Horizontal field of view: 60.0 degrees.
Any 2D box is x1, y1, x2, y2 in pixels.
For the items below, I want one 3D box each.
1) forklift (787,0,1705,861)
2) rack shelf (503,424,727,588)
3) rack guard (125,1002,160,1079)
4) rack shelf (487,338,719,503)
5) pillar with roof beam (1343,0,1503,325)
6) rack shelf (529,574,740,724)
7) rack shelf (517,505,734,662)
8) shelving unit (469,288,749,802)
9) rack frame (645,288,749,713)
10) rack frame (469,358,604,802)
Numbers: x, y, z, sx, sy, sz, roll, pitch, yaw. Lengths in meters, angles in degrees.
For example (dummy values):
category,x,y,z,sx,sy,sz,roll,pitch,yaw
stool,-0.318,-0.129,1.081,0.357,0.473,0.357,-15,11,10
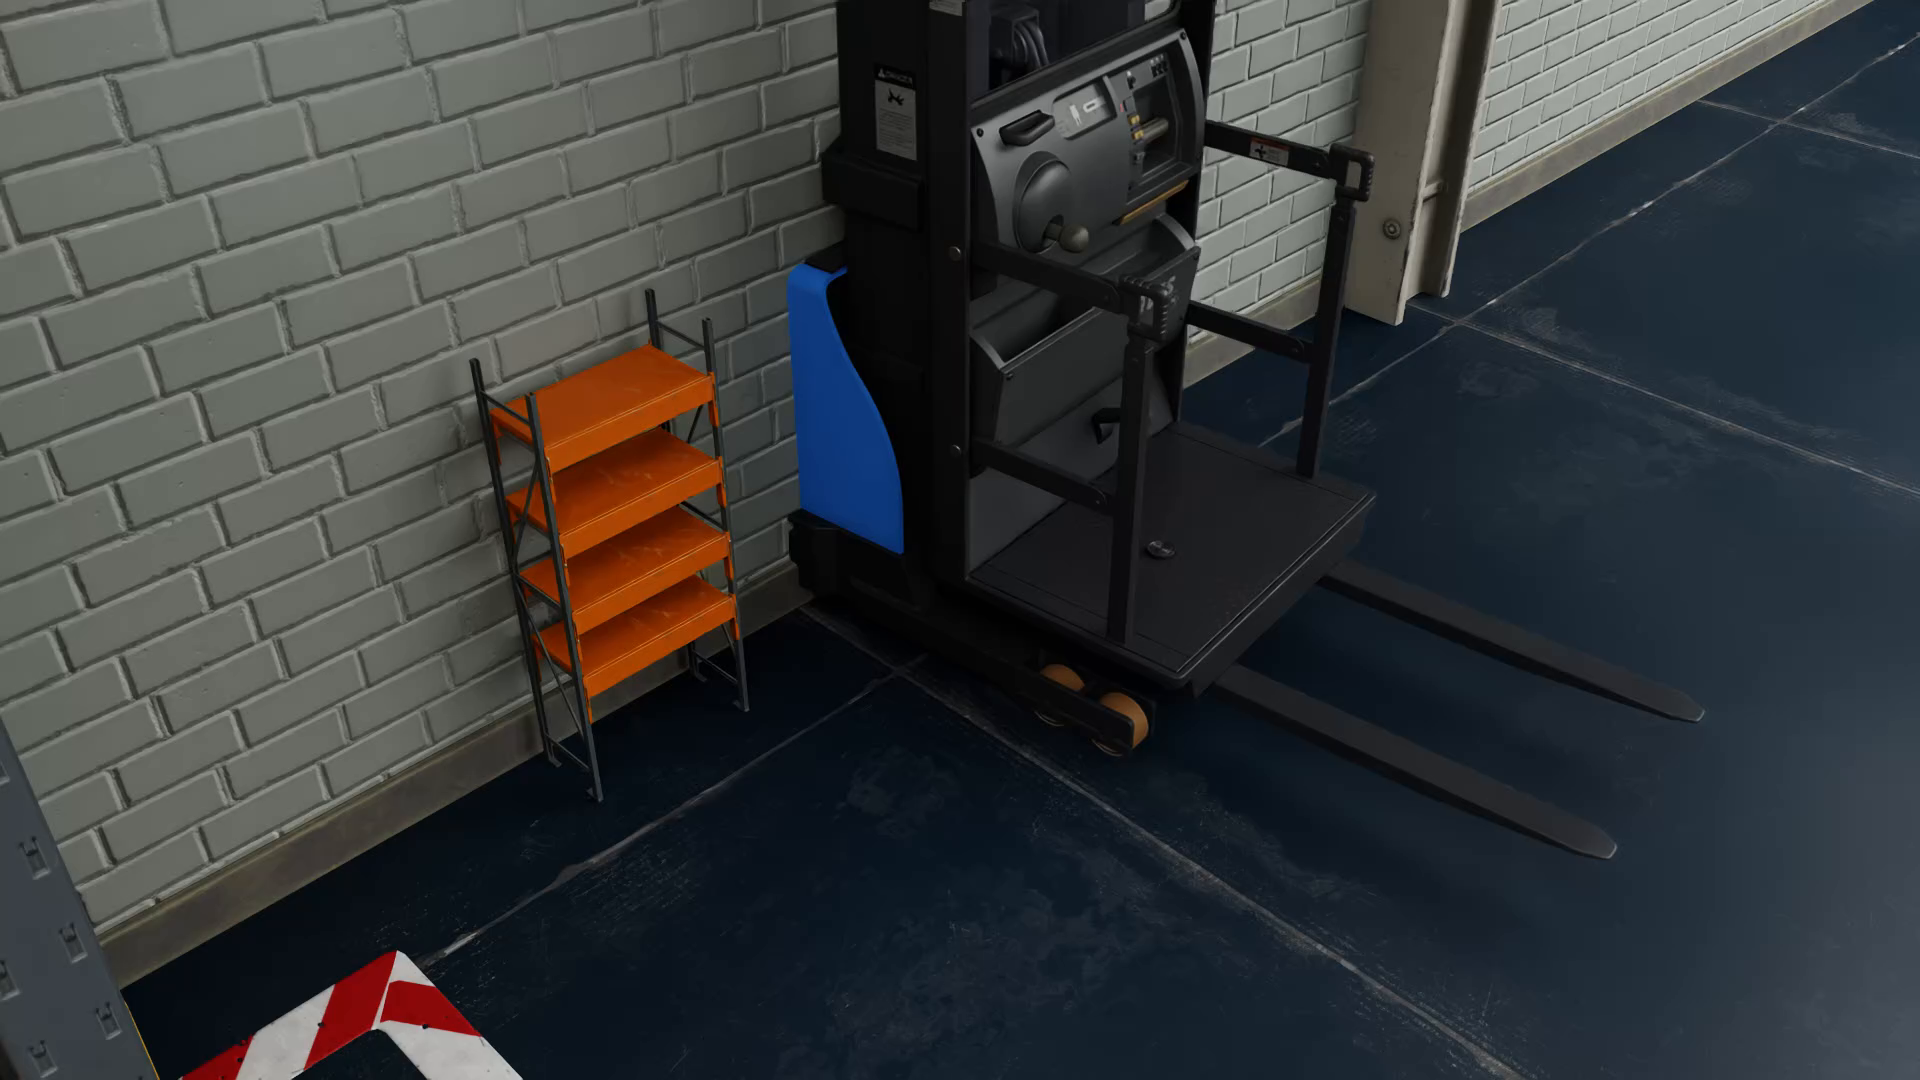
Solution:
category,x,y,z,sx,sy,sz,roll,pitch,yaw
forklift,0.506,-0.973,4.083,3.031,2.935,1.130,24,42,31
rack shelf,-0.841,-0.096,4.065,0.258,0.148,0.480,29,44,35
rack guard,-1.366,1.331,2.905,1.175,0.500,0.348,30,45,35
rack shelf,-0.841,-0.290,3.930,0.258,0.148,0.480,29,44,35
pillar with roof beam,4.770,-2.927,1.580,9.100,9.000,0.400,30,45,35
rack shelf,-0.841,0.251,4.307,0.258,0.148,0.480,29,44,35
rack shelf,-0.841,0.088,4.193,0.258,0.148,0.480,29,44,35
shelving unit,-0.841,0.032,4.155,0.258,1.200,0.503,29,44,35
rack frame,-0.671,-0.068,4.298,0.240,1.200,0.015,29,44,35
rack frame,-1.011,0.133,4.011,0.240,1.200,0.015,29,44,35
